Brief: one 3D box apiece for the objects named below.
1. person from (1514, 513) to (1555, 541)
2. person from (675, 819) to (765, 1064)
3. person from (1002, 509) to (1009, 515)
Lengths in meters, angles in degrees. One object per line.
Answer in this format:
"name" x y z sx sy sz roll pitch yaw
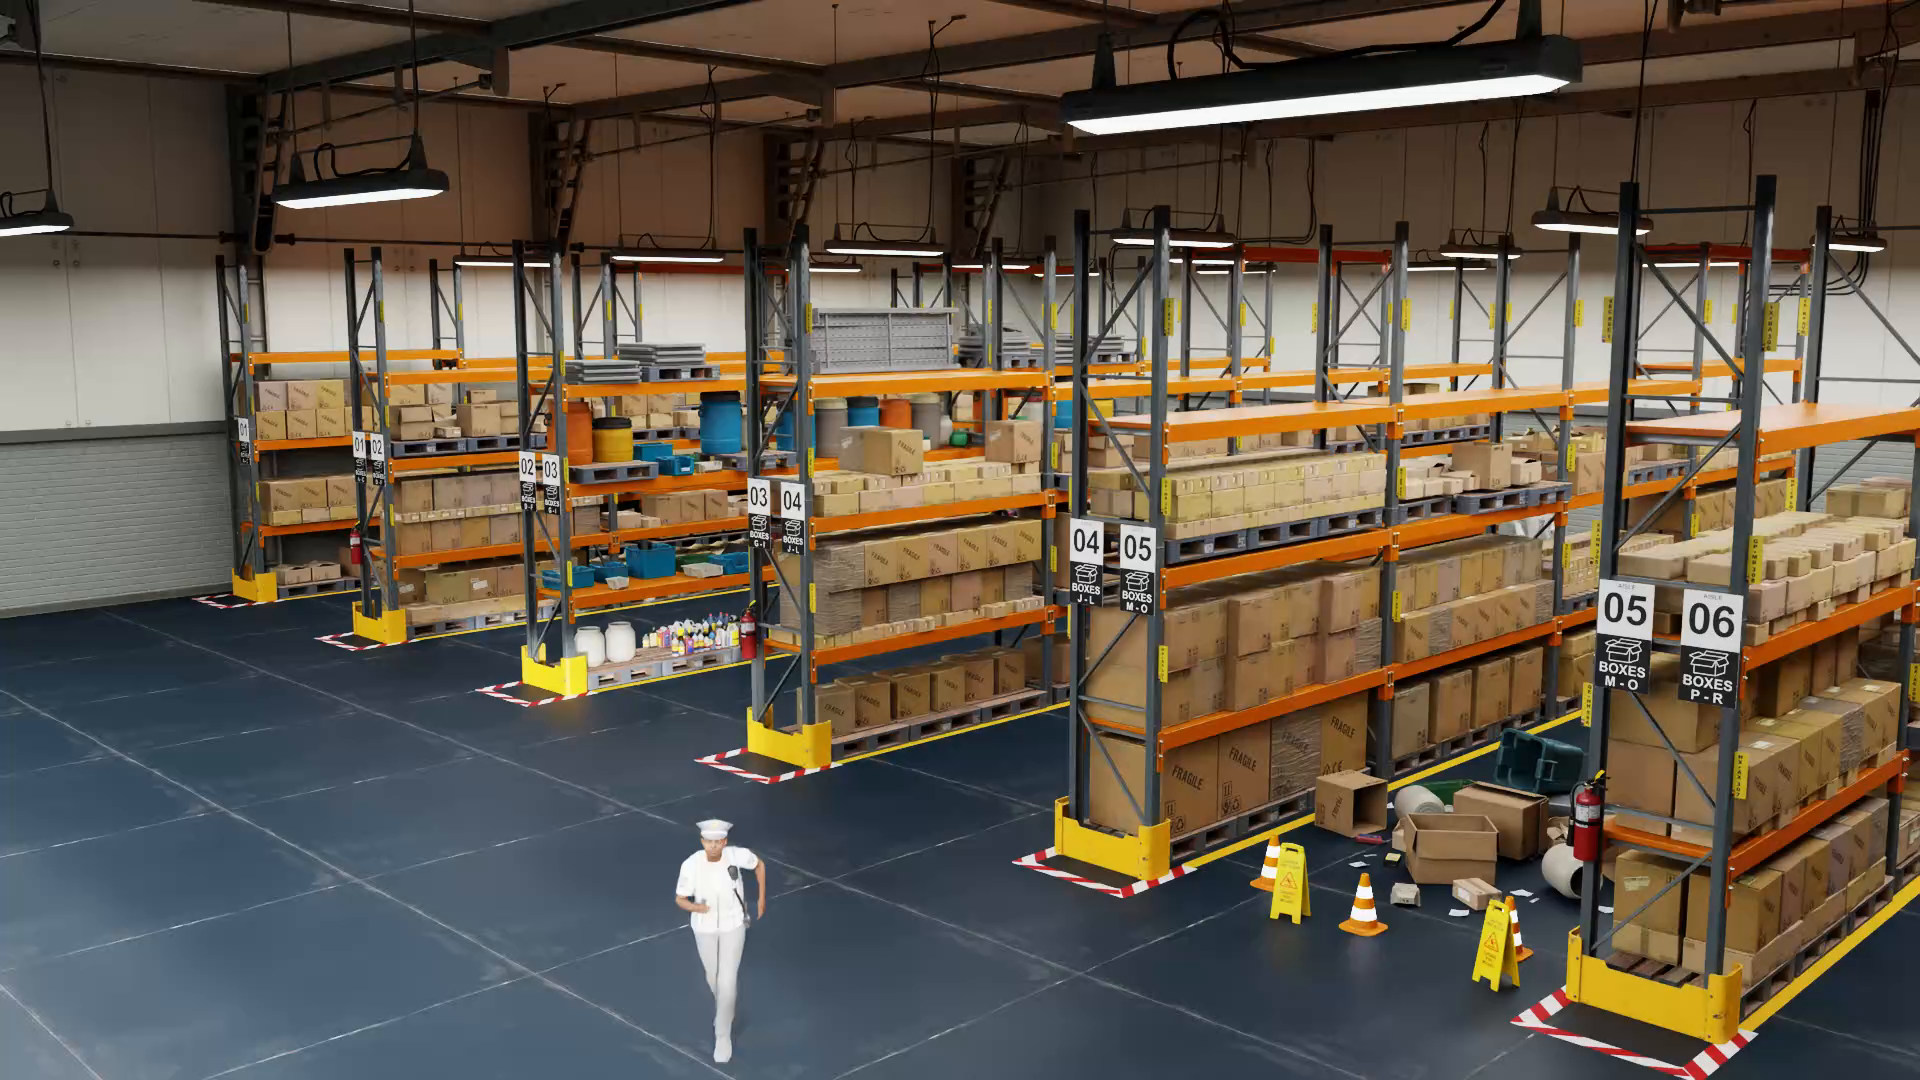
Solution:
"person" 10.405 0.063 29.843 0.764 1.774 0.989 -1 8 -7
"person" -1.660 2.717 11.567 0.599 1.719 0.829 0 8 -3
"person" 0.661 -0.326 32.573 0.726 1.725 0.769 7 11 40
